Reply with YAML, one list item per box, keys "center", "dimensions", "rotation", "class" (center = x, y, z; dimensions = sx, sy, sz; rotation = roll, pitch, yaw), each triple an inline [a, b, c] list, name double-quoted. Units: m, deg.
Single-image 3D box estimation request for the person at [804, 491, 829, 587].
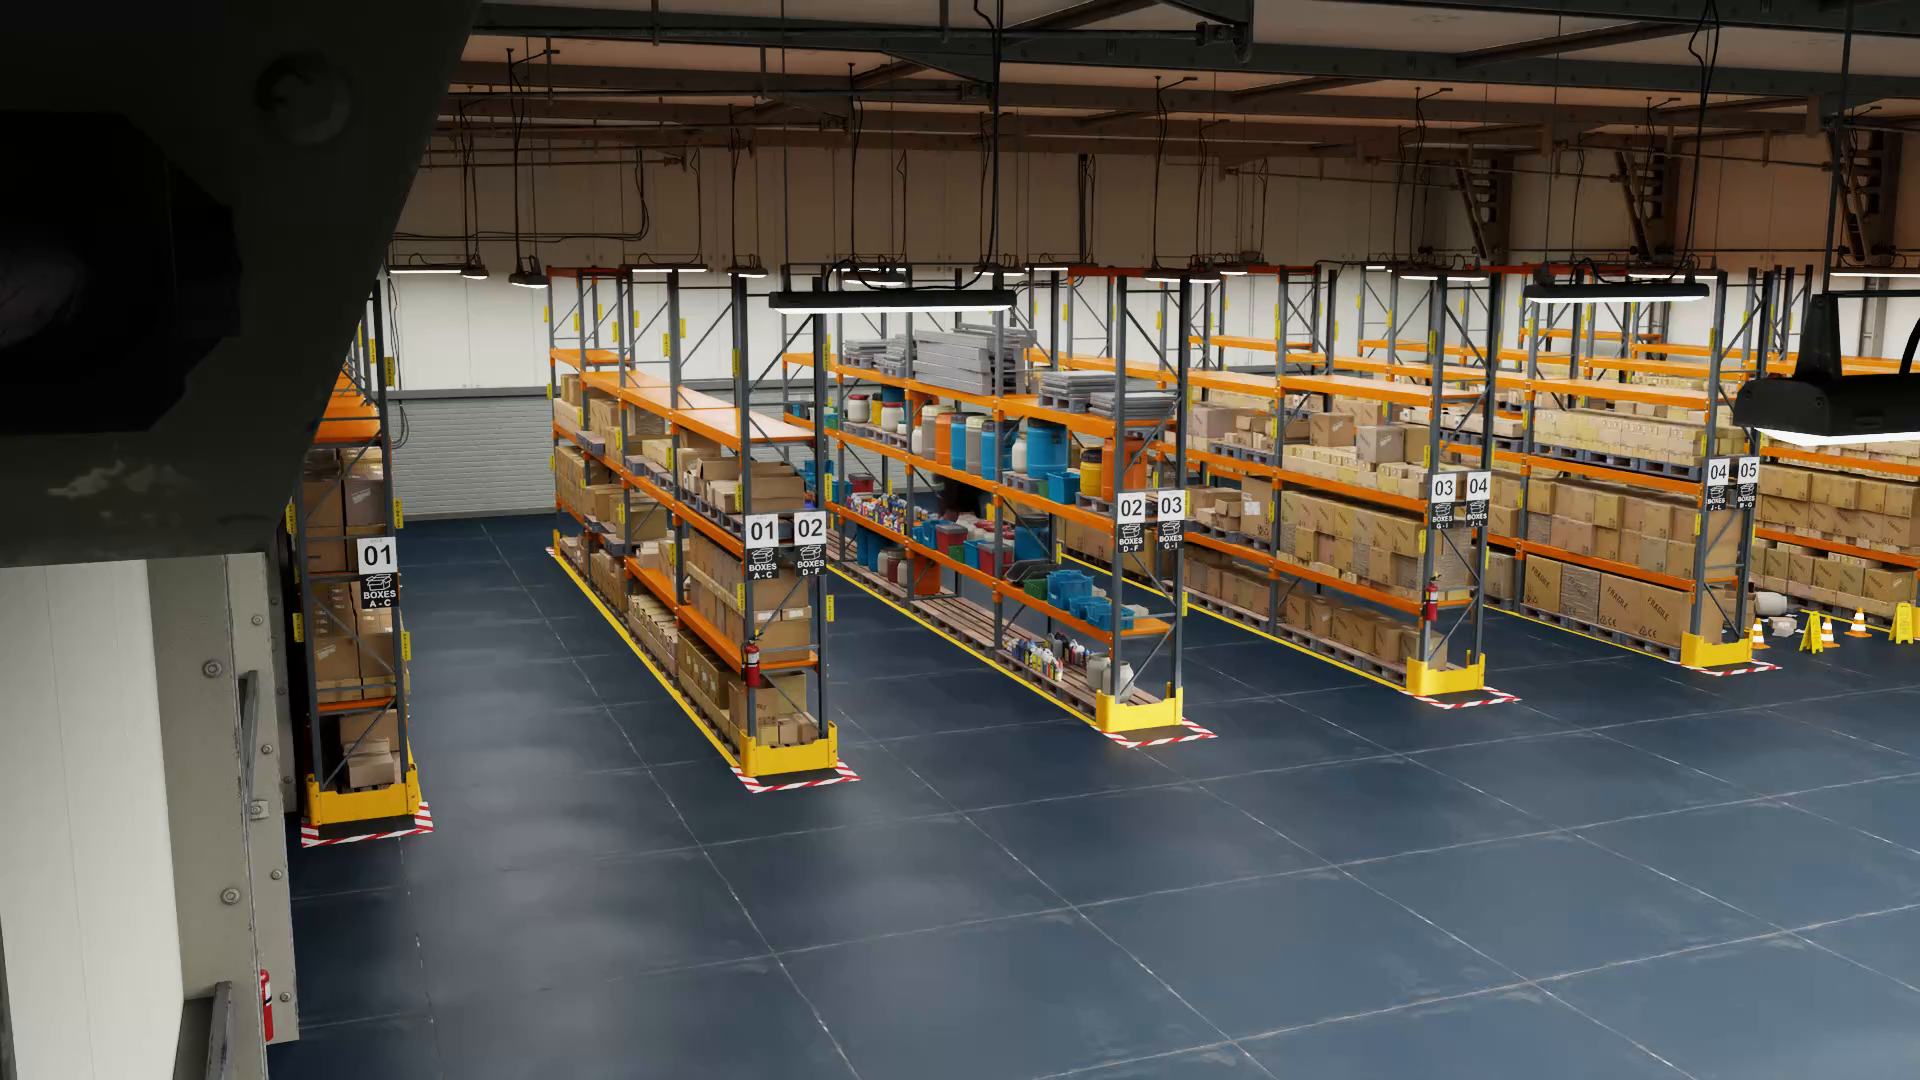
- center: [-2.674, -0.051, 30.626]
  dimensions: [0.558, 1.760, 0.743]
  rotation: [-5, 11, -27]
  class: "person"
